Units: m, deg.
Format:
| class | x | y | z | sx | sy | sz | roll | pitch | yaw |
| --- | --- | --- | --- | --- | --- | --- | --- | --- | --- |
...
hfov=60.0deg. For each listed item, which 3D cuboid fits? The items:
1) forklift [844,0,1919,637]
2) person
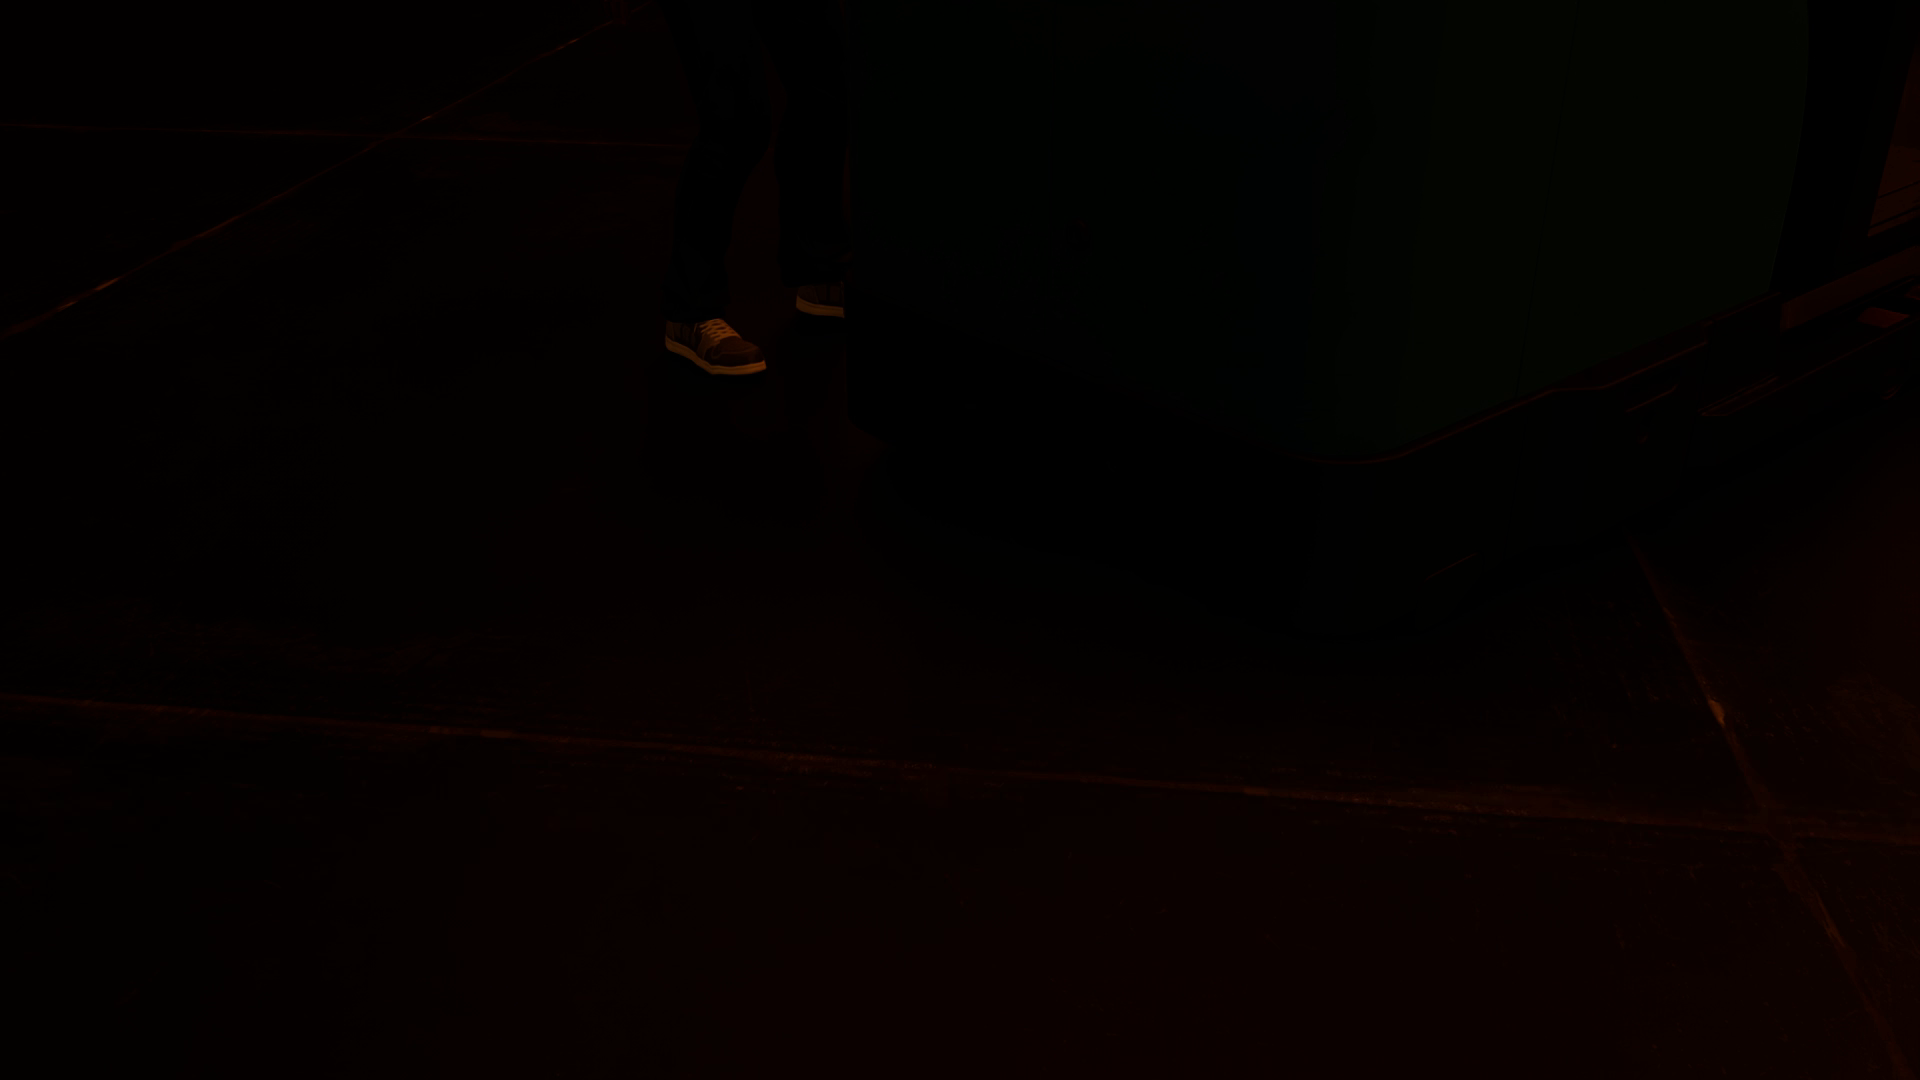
| class | x | y | z | sx | sy | sz | roll | pitch | yaw |
| --- | --- | --- | --- | --- | --- | --- | --- | --- | --- |
| forklift | 1.263 | -1.722 | 2.668 | 3.031 | 2.935 | 1.130 | -21 | 33 | -36 |
| person | -0.379 | -1.071 | 2.888 | 0.363 | 1.573 | 0.641 | 15 | 30 | 27 |
